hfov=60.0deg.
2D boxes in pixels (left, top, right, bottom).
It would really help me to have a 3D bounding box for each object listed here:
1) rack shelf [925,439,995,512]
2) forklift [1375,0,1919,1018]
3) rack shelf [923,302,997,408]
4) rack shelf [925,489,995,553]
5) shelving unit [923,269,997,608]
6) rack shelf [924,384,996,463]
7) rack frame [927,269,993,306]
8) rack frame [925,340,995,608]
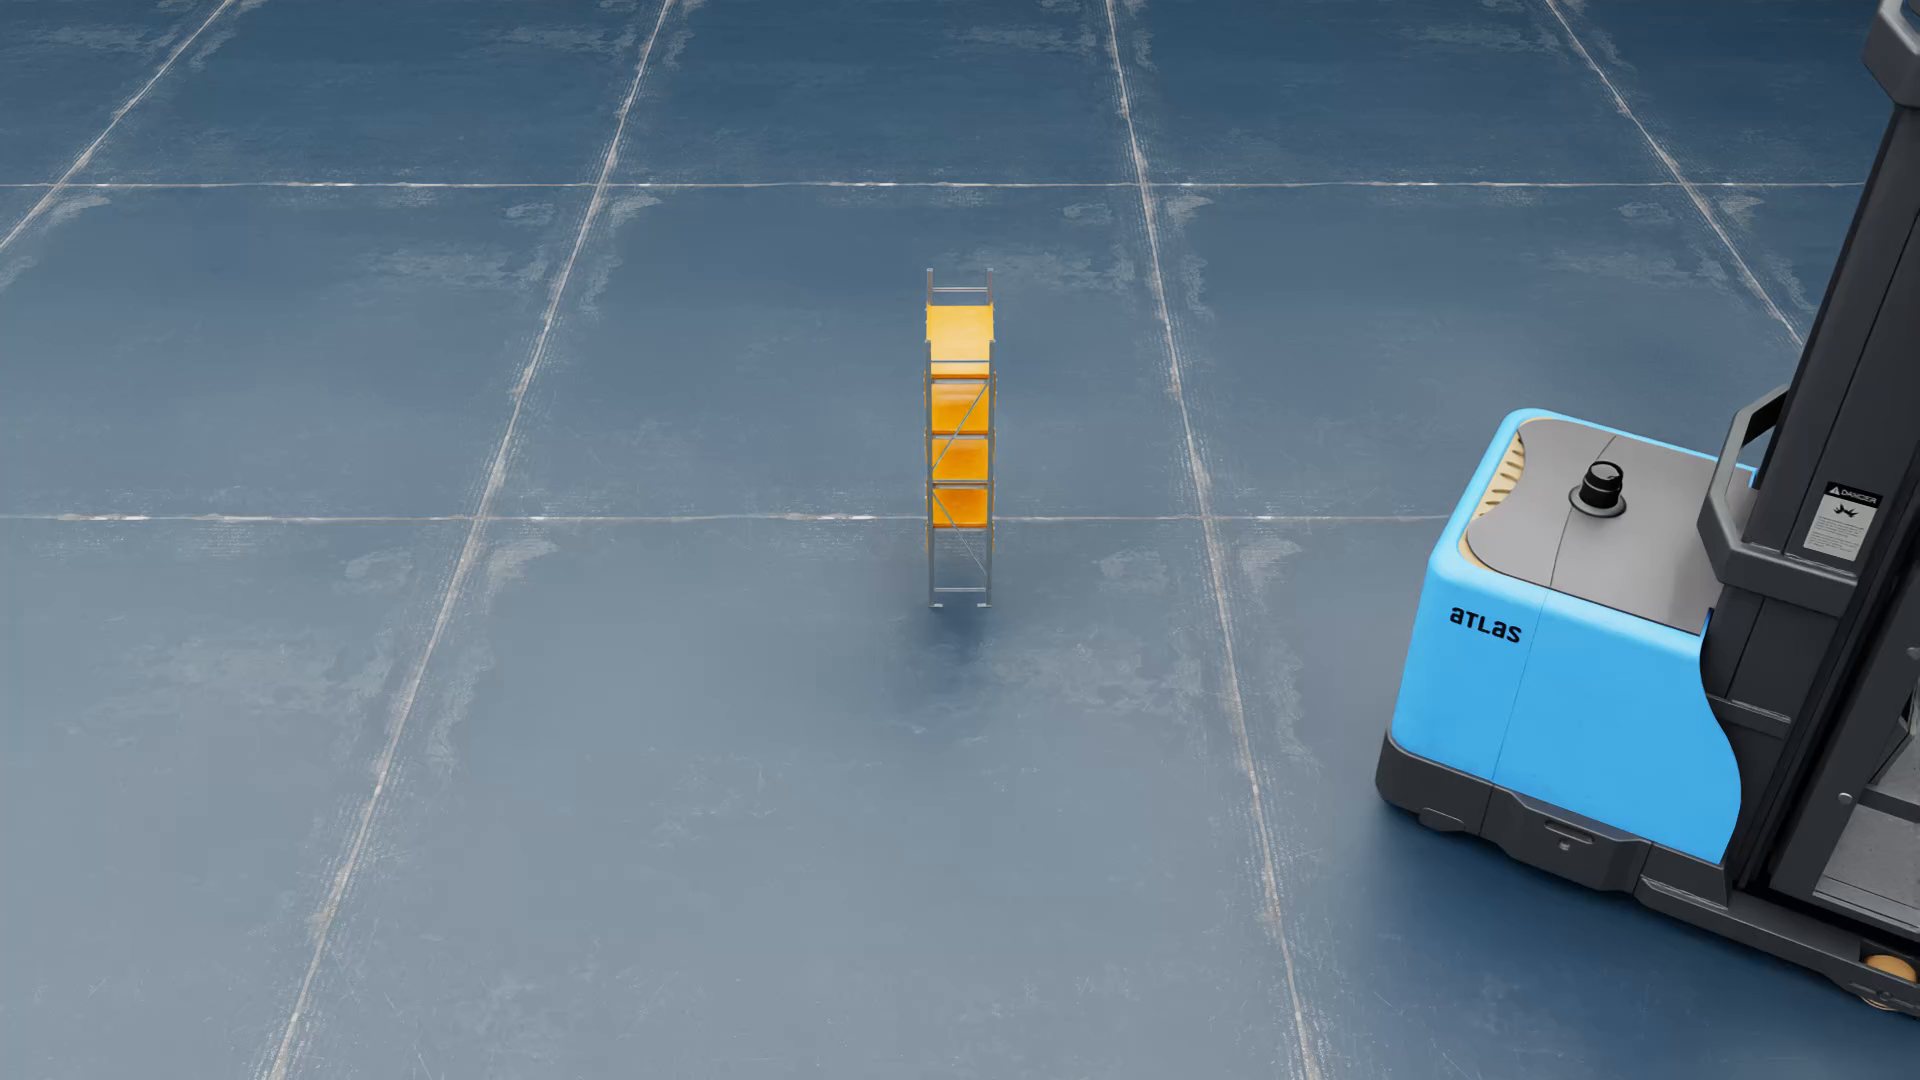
[{"bbox_3d":[0.000,-0.312,6.288,0.258,0.148,0.480,0,39,0],"label":"rack shelf"},{"bbox_3d":[2.940,-0.058,4.479,3.031,2.935,1.130,19,43,22],"label":"forklift"},{"bbox_3d":[0.000,-0.671,6.000,0.258,0.148,0.480,0,39,0],"label":"rack shelf"},{"bbox_3d":[0.000,-0.157,6.412,0.258,0.148,0.480,0,39,0],"label":"rack shelf"},{"bbox_3d":[0.000,-0.365,6.246,0.258,1.200,0.503,0,39,0],"label":"shelving unit"},{"bbox_3d":[0.000,-0.487,6.148,0.258,0.148,0.480,0,39,0],"label":"rack shelf"},{"bbox_3d":[0.000,-0.517,6.436,0.240,1.200,0.015,0,39,0],"label":"rack frame"},{"bbox_3d":[0.000,-0.212,6.055,0.240,1.200,0.015,0,39,0],"label":"rack frame"}]
